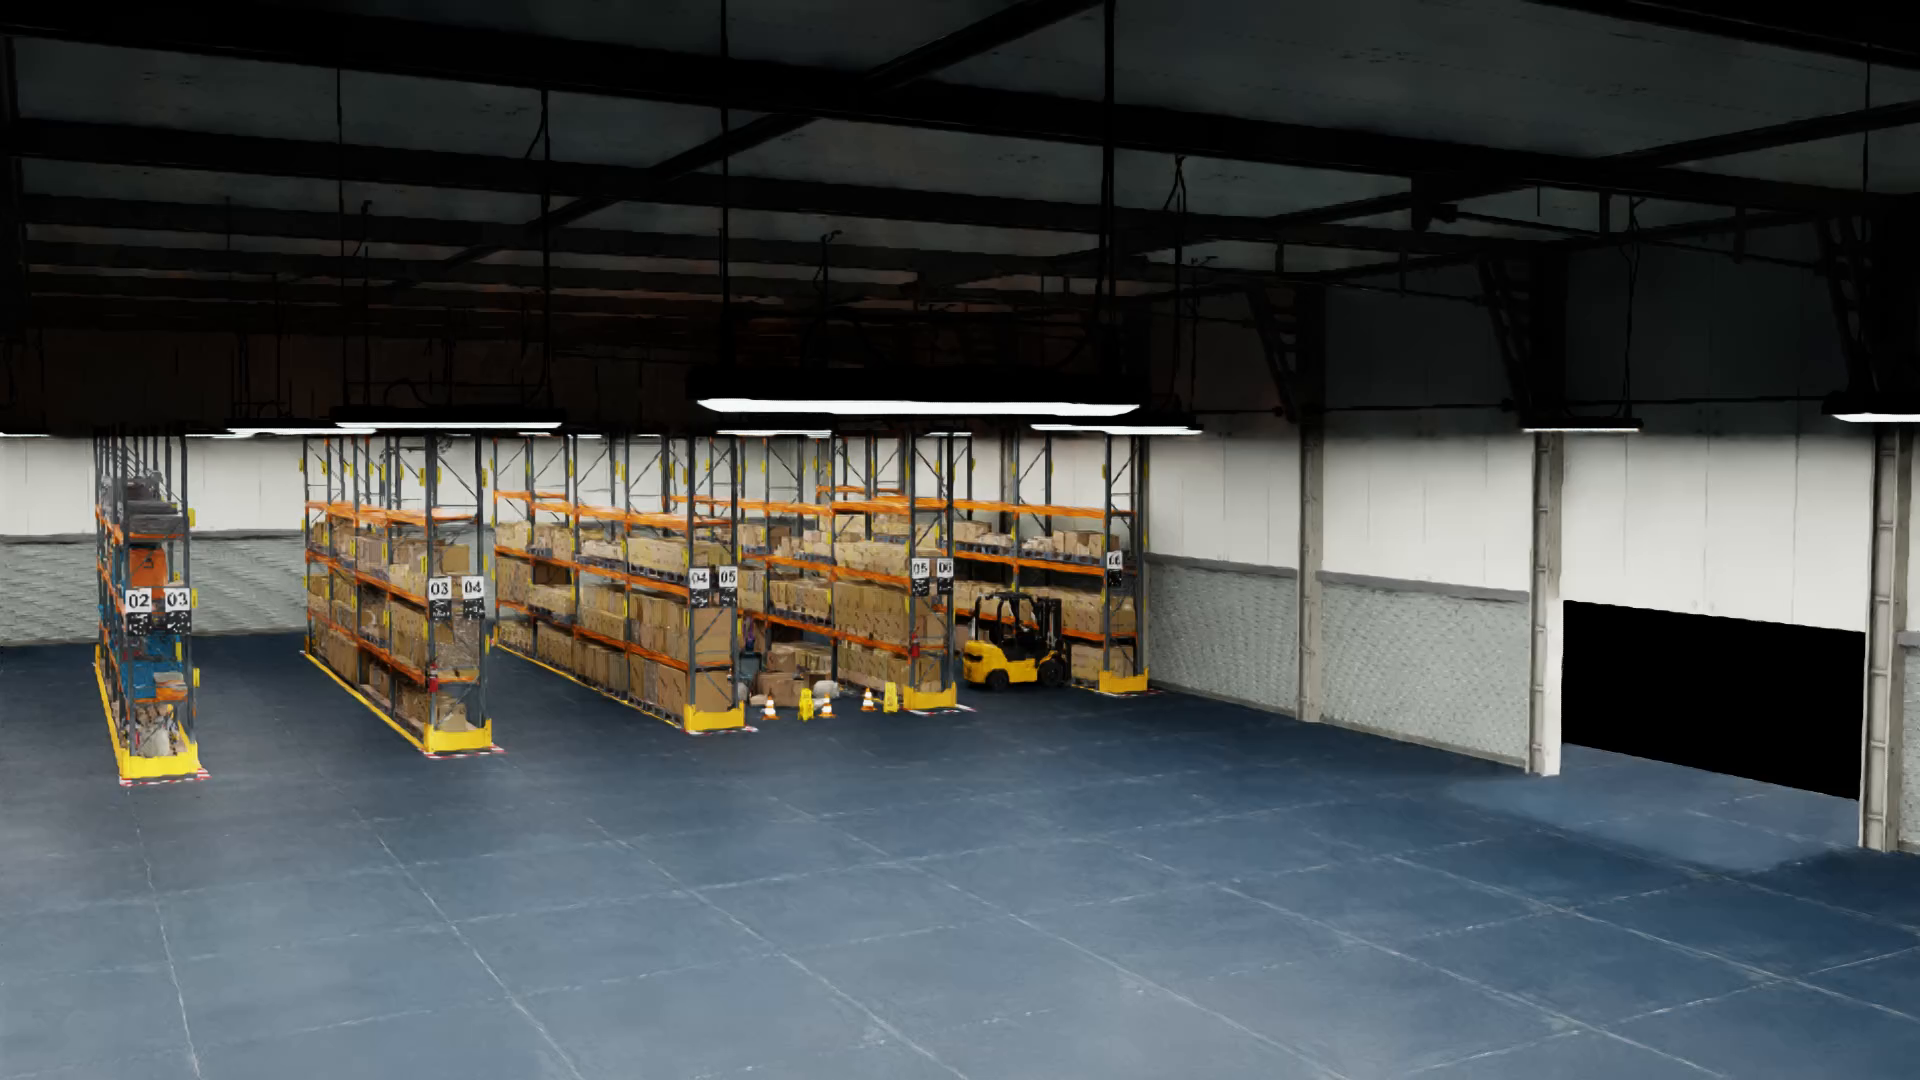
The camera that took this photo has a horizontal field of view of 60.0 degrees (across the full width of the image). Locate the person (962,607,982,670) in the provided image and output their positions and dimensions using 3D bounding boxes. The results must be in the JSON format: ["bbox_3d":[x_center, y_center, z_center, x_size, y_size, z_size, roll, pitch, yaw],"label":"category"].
[{"bbox_3d":[0.325,2.440,40.838,0.531,1.591,0.528,0,3,-2],"label":"person"}]

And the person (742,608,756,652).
[{"bbox_3d":[-5.192,2.456,40.672,0.532,1.578,0.535,0,3,-4],"label":"person"}]
